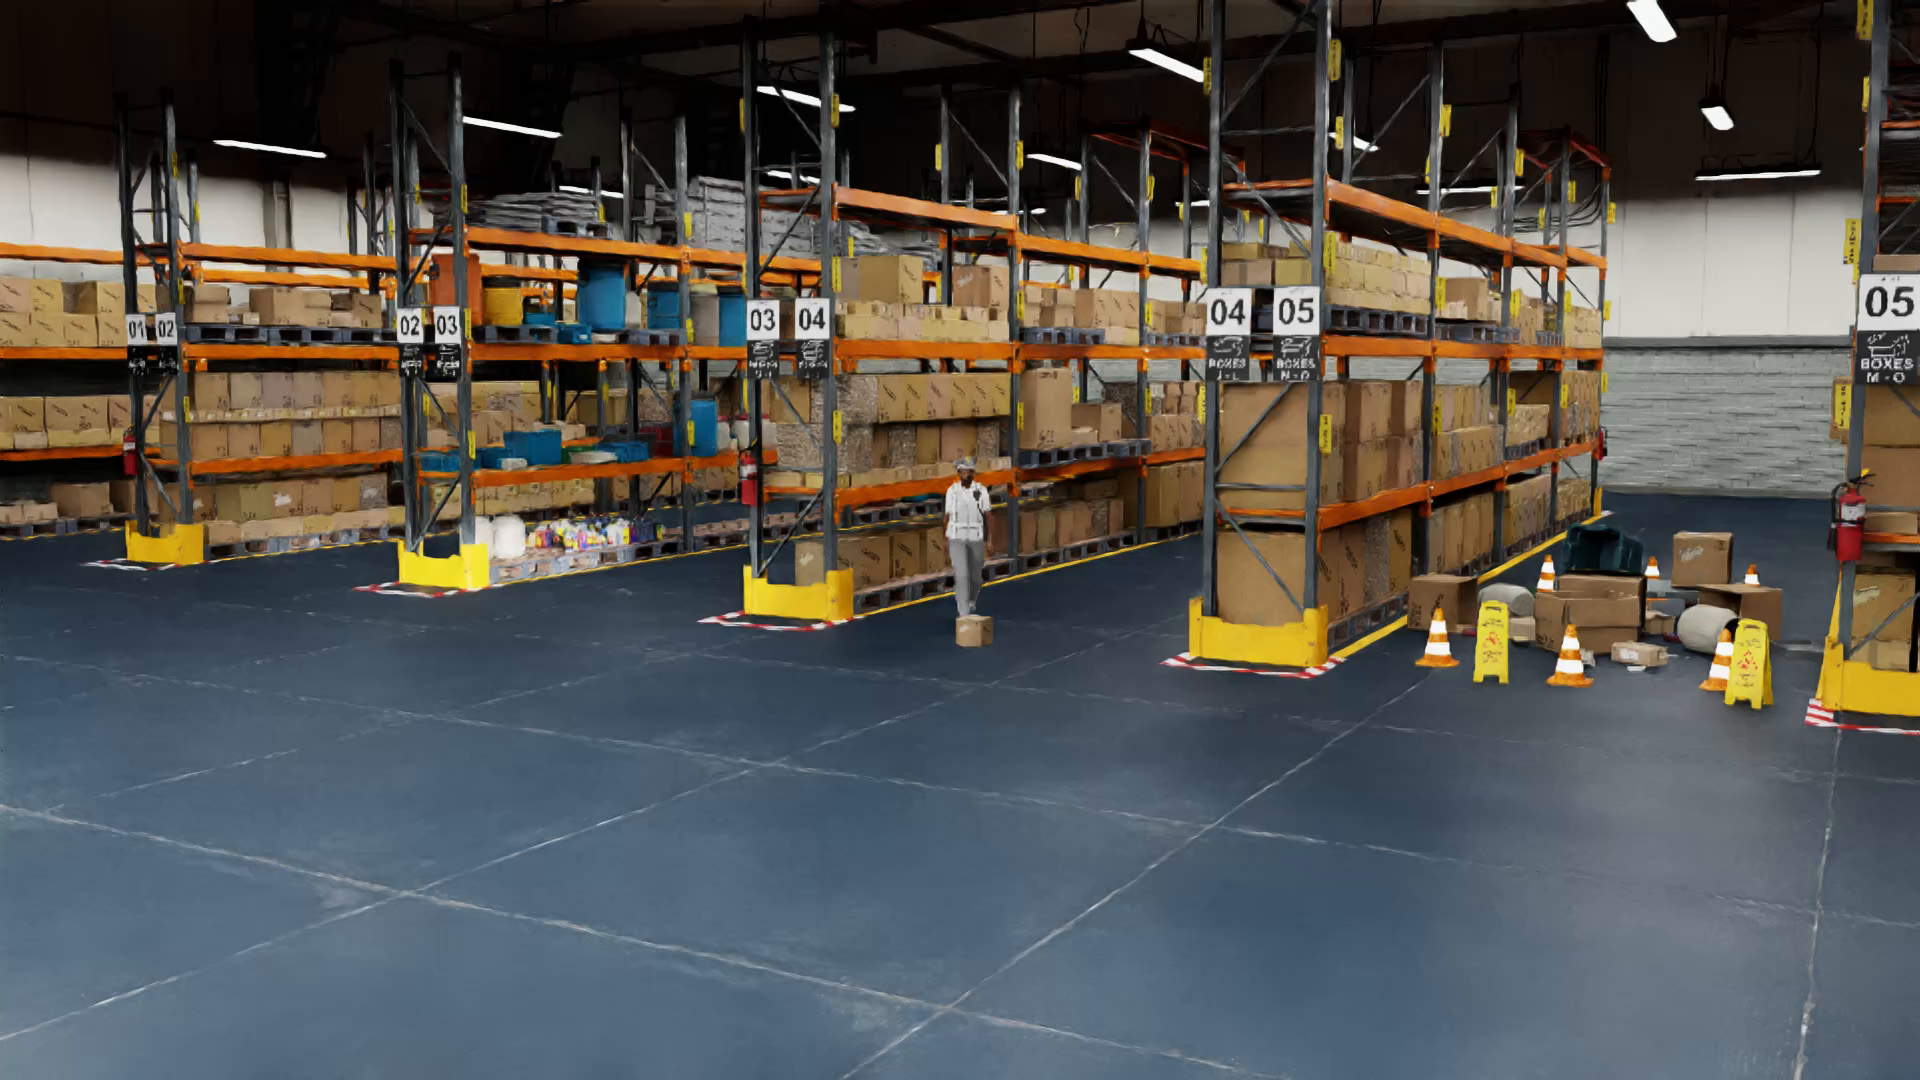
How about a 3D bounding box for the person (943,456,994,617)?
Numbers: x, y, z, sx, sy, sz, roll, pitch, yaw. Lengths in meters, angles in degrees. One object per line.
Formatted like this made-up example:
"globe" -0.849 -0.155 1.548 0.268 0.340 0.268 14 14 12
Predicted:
"person" 0.081 -0.018 16.428 0.470 1.648 0.950 -1 6 -8
